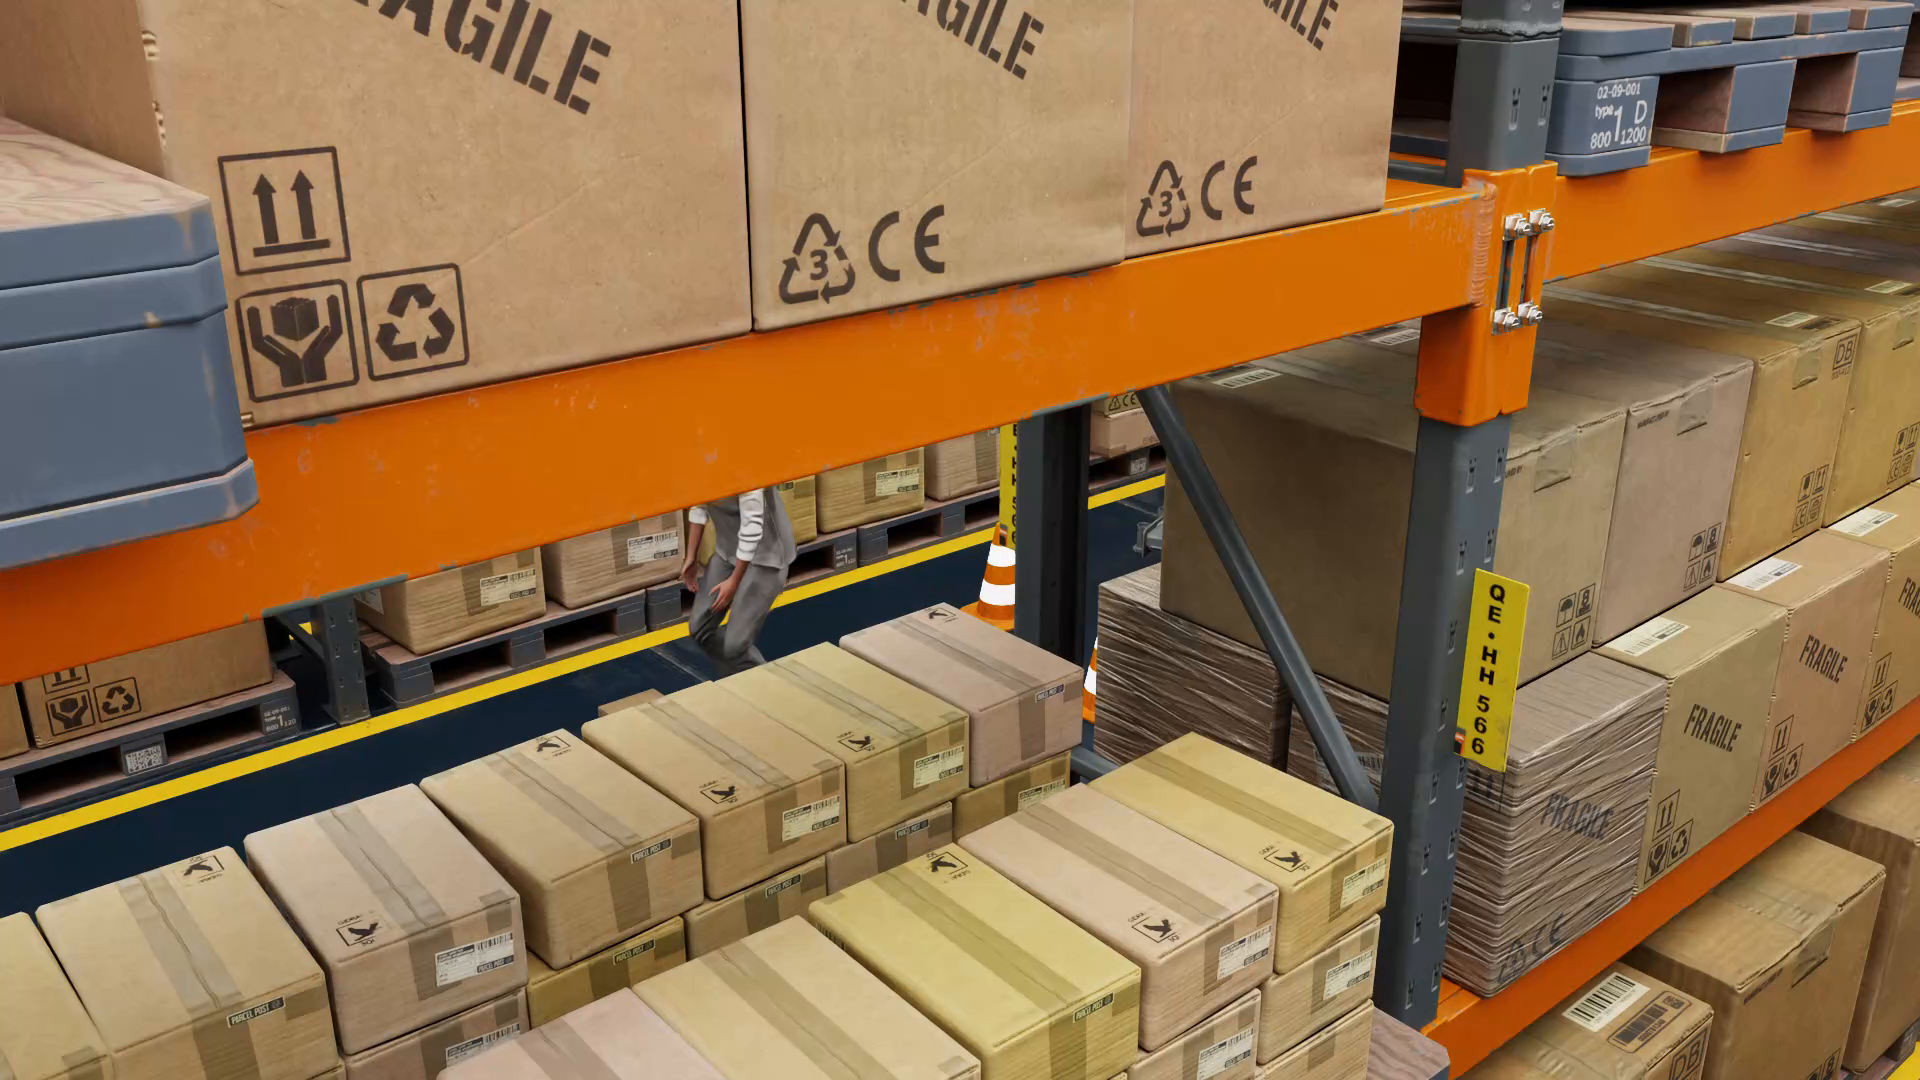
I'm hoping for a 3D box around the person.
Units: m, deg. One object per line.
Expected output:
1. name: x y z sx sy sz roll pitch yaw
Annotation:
1. person: -0.871 0.107 6.517 0.497 1.466 0.447 -17 27 -36
